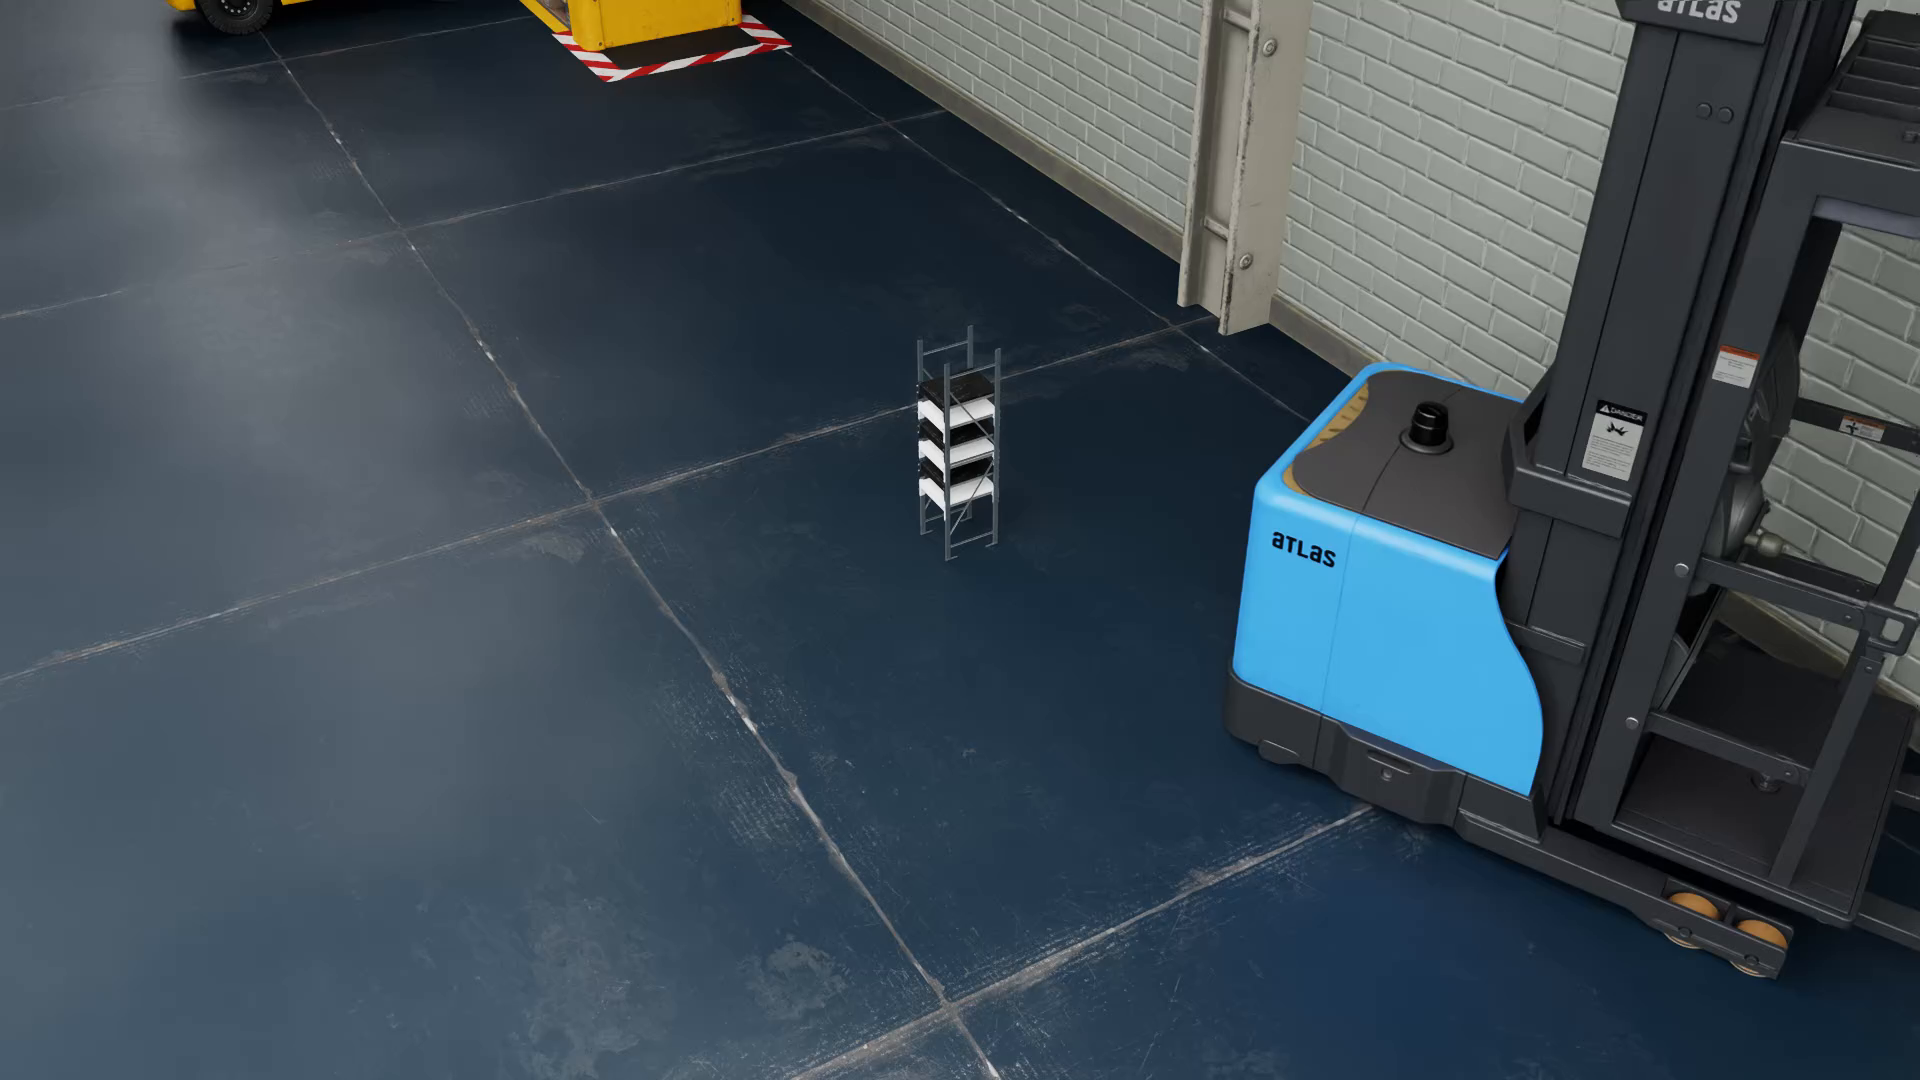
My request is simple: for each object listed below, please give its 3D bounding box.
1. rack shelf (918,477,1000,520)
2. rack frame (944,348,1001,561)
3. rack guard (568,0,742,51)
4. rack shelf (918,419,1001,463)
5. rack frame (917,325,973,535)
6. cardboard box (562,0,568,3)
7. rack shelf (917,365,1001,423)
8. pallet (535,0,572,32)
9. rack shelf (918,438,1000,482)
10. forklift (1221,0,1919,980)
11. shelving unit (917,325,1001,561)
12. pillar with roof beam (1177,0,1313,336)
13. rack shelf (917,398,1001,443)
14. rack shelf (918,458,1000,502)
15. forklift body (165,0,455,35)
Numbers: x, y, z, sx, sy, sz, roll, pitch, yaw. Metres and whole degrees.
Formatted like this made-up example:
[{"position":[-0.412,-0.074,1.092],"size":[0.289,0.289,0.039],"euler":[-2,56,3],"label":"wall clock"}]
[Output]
[{"position":[-0.004,-0.195,6.616],"size":[0.258,0.077,0.200],"euler":[-19,40,-24],"label":"rack shelf"},{"position":[0.047,-0.316,6.419],"size":[0.240,0.900,0.006],"euler":[-19,40,-24],"label":"rack frame"},{"position":[-2.108,-3.769,11.487],"size":[1.175,0.500,0.348],"euler":[-19,40,-24],"label":"rack guard"},{"position":[-0.004,-0.413,6.457],"size":[0.258,0.077,0.200],"euler":[-19,40,-24],"label":"rack shelf"},{"position":[-0.055,-0.419,6.561],"size":[0.240,0.900,0.006],"euler":[-19,40,-24],"label":"rack frame"},{"position":[-2.629,-3.996,11.653],"size":[0.500,0.250,0.500],"euler":[-19,40,-24],"label":"cardboard box"},{"position":[-0.004,-0.559,6.351],"size":[0.258,0.077,0.200],"euler":[-19,40,-24],"label":"rack shelf"},{"position":[-2.541,-4.042,12.106],"size":[1.003,0.211,1.213],"euler":[-19,40,-24],"label":"pallet"},{"position":[-0.004,-0.341,6.510],"size":[0.258,0.077,0.200],"euler":[-19,40,-24],"label":"rack shelf"},{"position":[2.417,-0.241,4.595],"size":[3.031,2.935,1.130],"euler":[22,41,27],"label":"forklift"},{"position":[-0.004,-0.368,6.490],"size":[0.258,0.900,0.210],"euler":[-19,40,-24],"label":"shelving unit"},{"position":[-2.399,-3.500,3.913],"size":[9.100,9.000,0.400],"euler":[-19,40,-24],"label":"pillar with roof beam"},{"position":[-0.004,-0.486,6.404],"size":[0.258,0.077,0.200],"euler":[-19,40,-24],"label":"rack shelf"},{"position":[-0.004,-0.268,6.563],"size":[0.258,0.077,0.200],"euler":[-19,40,-24],"label":"rack shelf"},{"position":[-4.650,-4.875,11.601],"size":[2.313,2.155,1.214],"euler":[-19,40,-24],"label":"forklift body"}]
